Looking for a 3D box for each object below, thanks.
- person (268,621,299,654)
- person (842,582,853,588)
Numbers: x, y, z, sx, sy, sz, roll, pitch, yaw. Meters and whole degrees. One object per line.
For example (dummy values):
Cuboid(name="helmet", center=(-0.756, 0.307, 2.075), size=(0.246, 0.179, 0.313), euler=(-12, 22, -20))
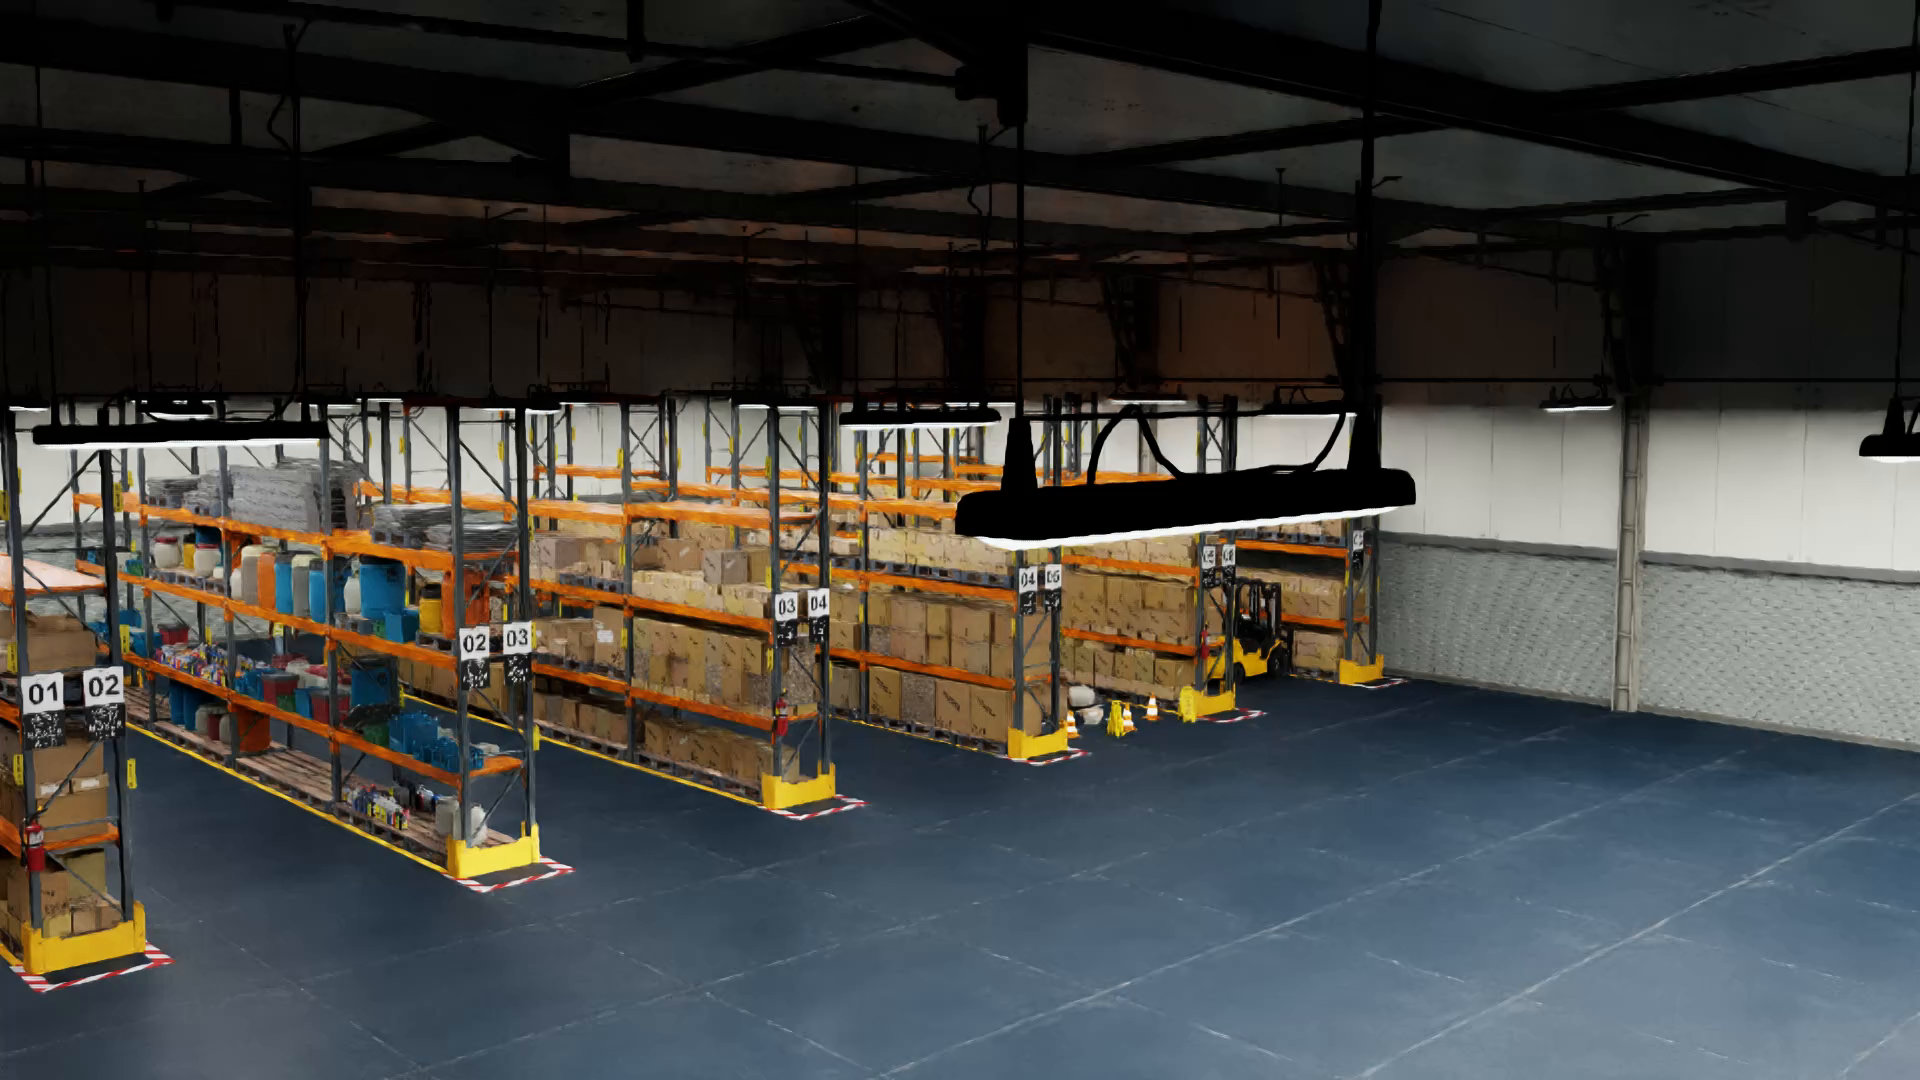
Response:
Cuboid(name="person", center=(-14.536, 2.020, 35.807), size=(0.605, 1.685, 1.096), euler=(-4, 7, -35))
Cuboid(name="person", center=(-2.545, 1.831, 37.323), size=(0.581, 1.768, 0.640), euler=(-2, 6, -22))
